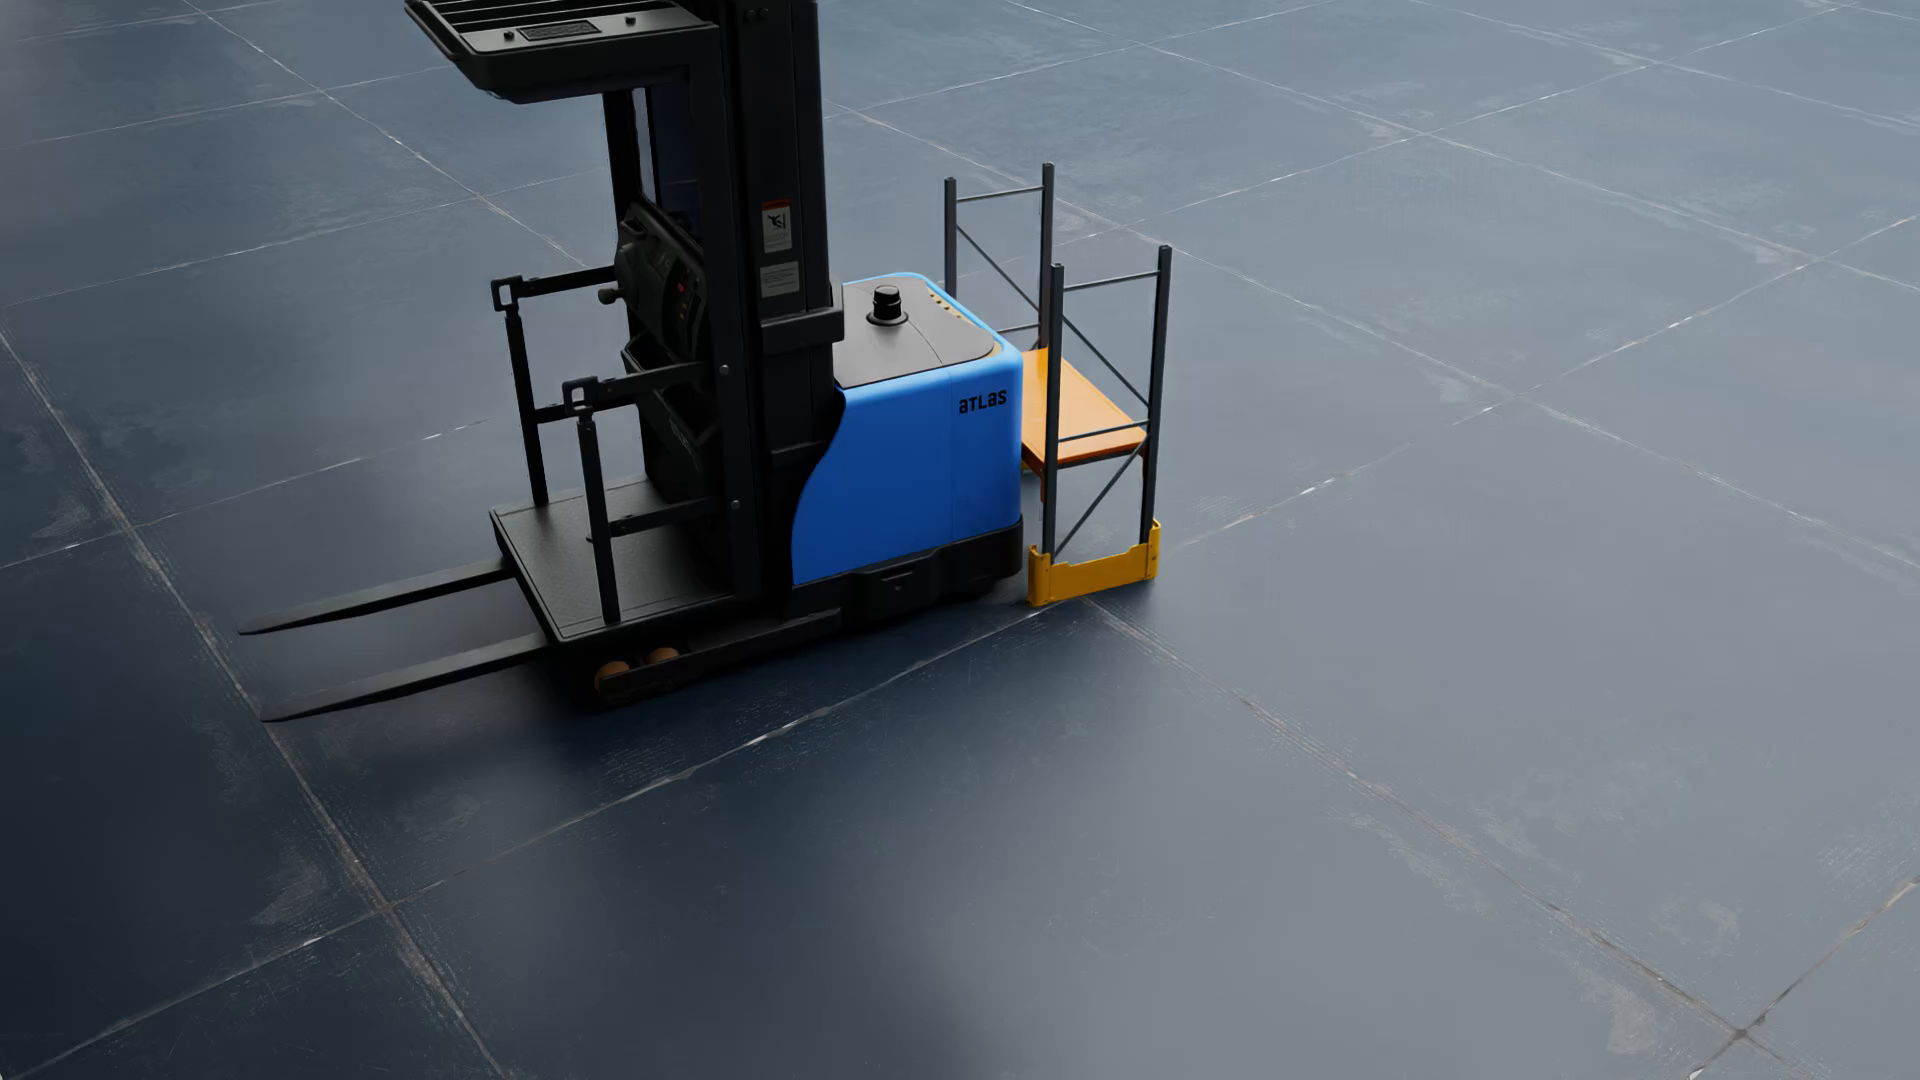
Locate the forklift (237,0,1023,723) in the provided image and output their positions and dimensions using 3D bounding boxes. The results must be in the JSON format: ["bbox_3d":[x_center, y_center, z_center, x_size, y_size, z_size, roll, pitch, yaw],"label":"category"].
[{"bbox_3d":[-1.285,-0.933,6.081,3.031,2.935,1.130,-15,35,-23],"label":"forklift"}]

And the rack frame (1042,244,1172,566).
[{"bbox_3d":[0.571,-0.430,6.628,0.500,1.500,0.032,-13,34,-20],"label":"rack frame"}]

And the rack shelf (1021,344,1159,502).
[{"bbox_3d":[0.370,-0.524,7.119,0.538,0.185,1.000,-13,34,-20],"label":"rack shelf"}]

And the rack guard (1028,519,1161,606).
[{"bbox_3d":[0.563,0.091,6.973,0.587,0.250,0.087,-13,34,-20],"label":"rack guard"}]

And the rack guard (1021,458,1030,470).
[{"bbox_3d":[0.169,-0.391,7.750,0.587,0.250,0.087,-13,34,-20],"label":"rack guard"}]

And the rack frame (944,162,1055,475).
[{"bbox_3d":[0.168,-0.923,7.421,0.500,1.500,0.032,-13,34,-20],"label":"rack frame"}]

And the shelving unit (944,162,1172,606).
[{"bbox_3d":[0.366,-0.681,7.032,0.587,1.500,1.083,-13,34,-20],"label":"shelving unit"}]
